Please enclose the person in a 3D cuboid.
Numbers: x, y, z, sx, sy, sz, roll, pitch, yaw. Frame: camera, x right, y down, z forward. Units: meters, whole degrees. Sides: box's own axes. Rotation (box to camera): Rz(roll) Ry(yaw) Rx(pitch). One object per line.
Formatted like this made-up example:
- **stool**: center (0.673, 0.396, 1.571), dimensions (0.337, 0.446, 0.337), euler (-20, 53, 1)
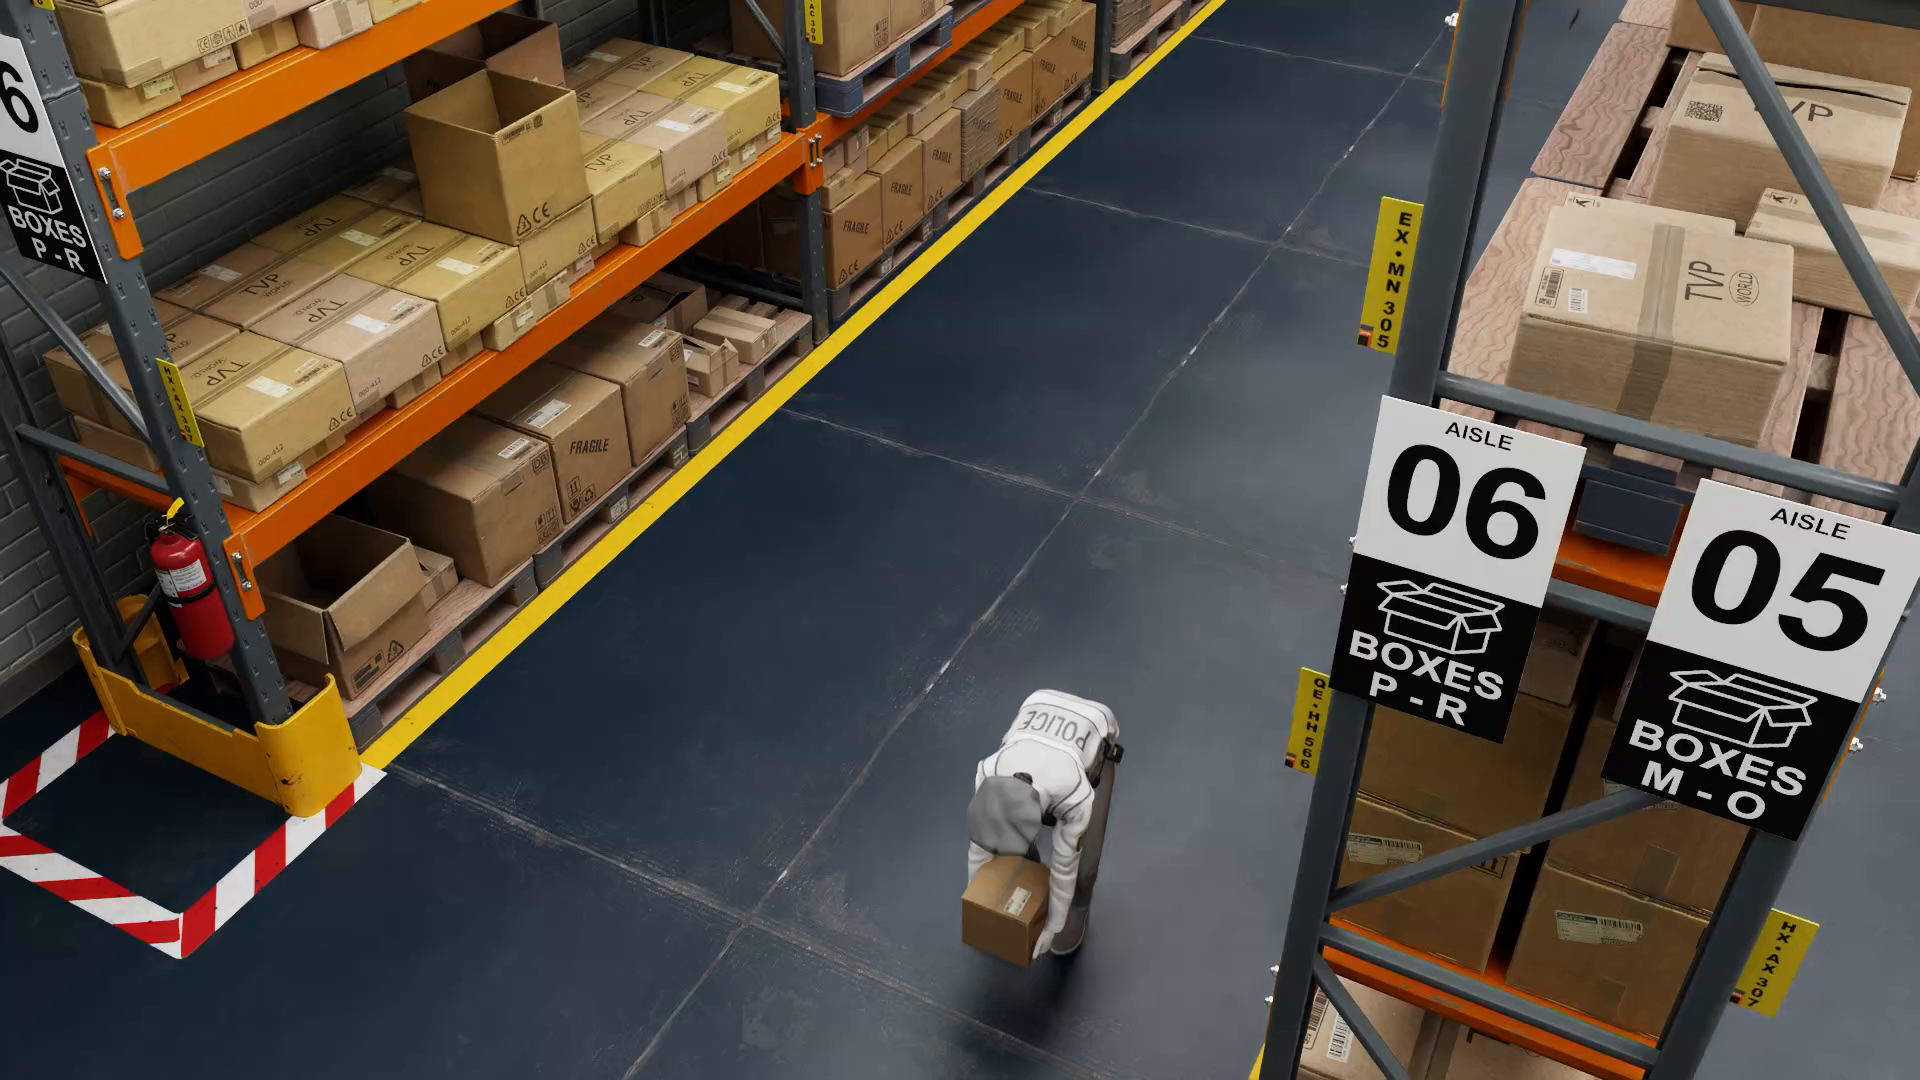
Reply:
- **person**: center (0.267, 1.053, 5.810), dimensions (0.436, 1.171, 0.911), euler (15, 40, 18)
